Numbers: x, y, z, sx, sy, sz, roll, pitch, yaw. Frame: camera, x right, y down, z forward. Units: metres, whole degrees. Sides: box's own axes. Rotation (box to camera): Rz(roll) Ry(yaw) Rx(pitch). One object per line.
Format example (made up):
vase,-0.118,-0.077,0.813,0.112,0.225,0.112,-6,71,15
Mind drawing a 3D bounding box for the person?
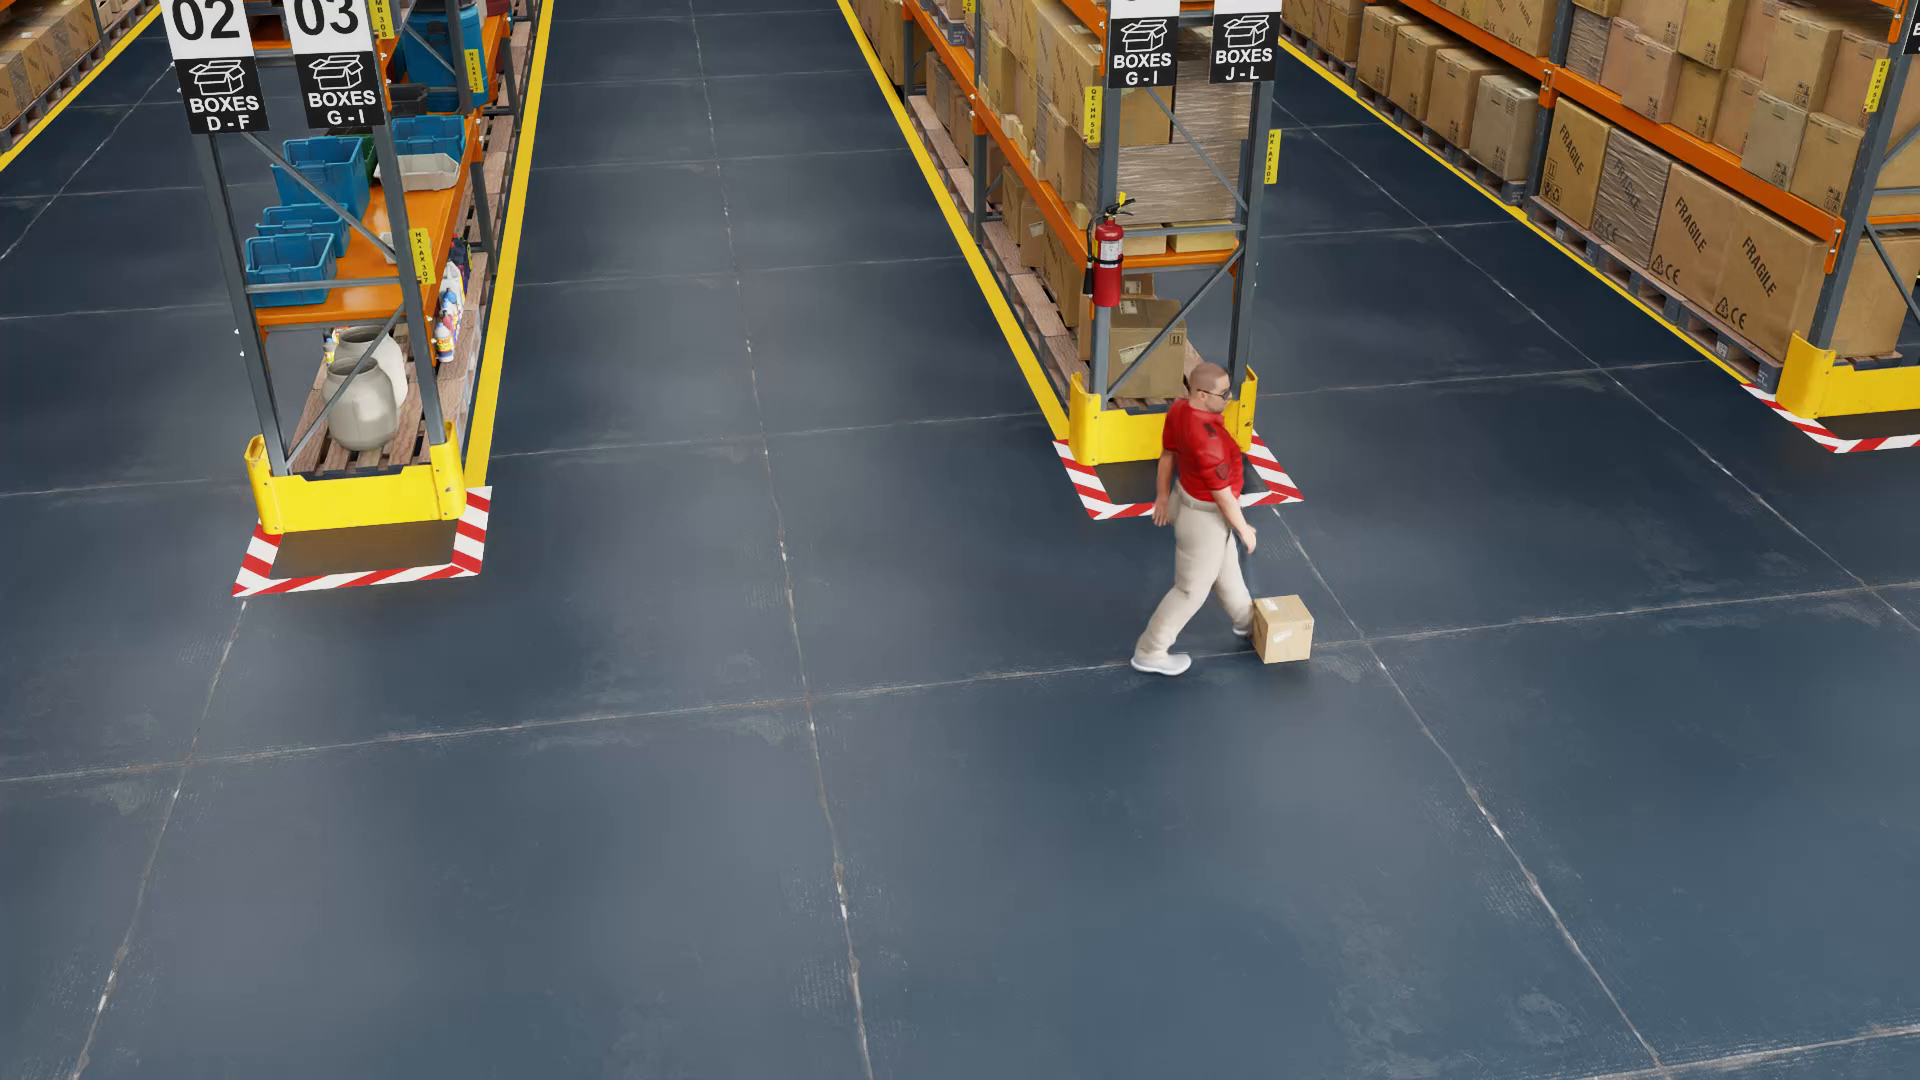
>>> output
person,1.337,-0.130,8.384,0.951,1.699,0.569,-5,31,-9
